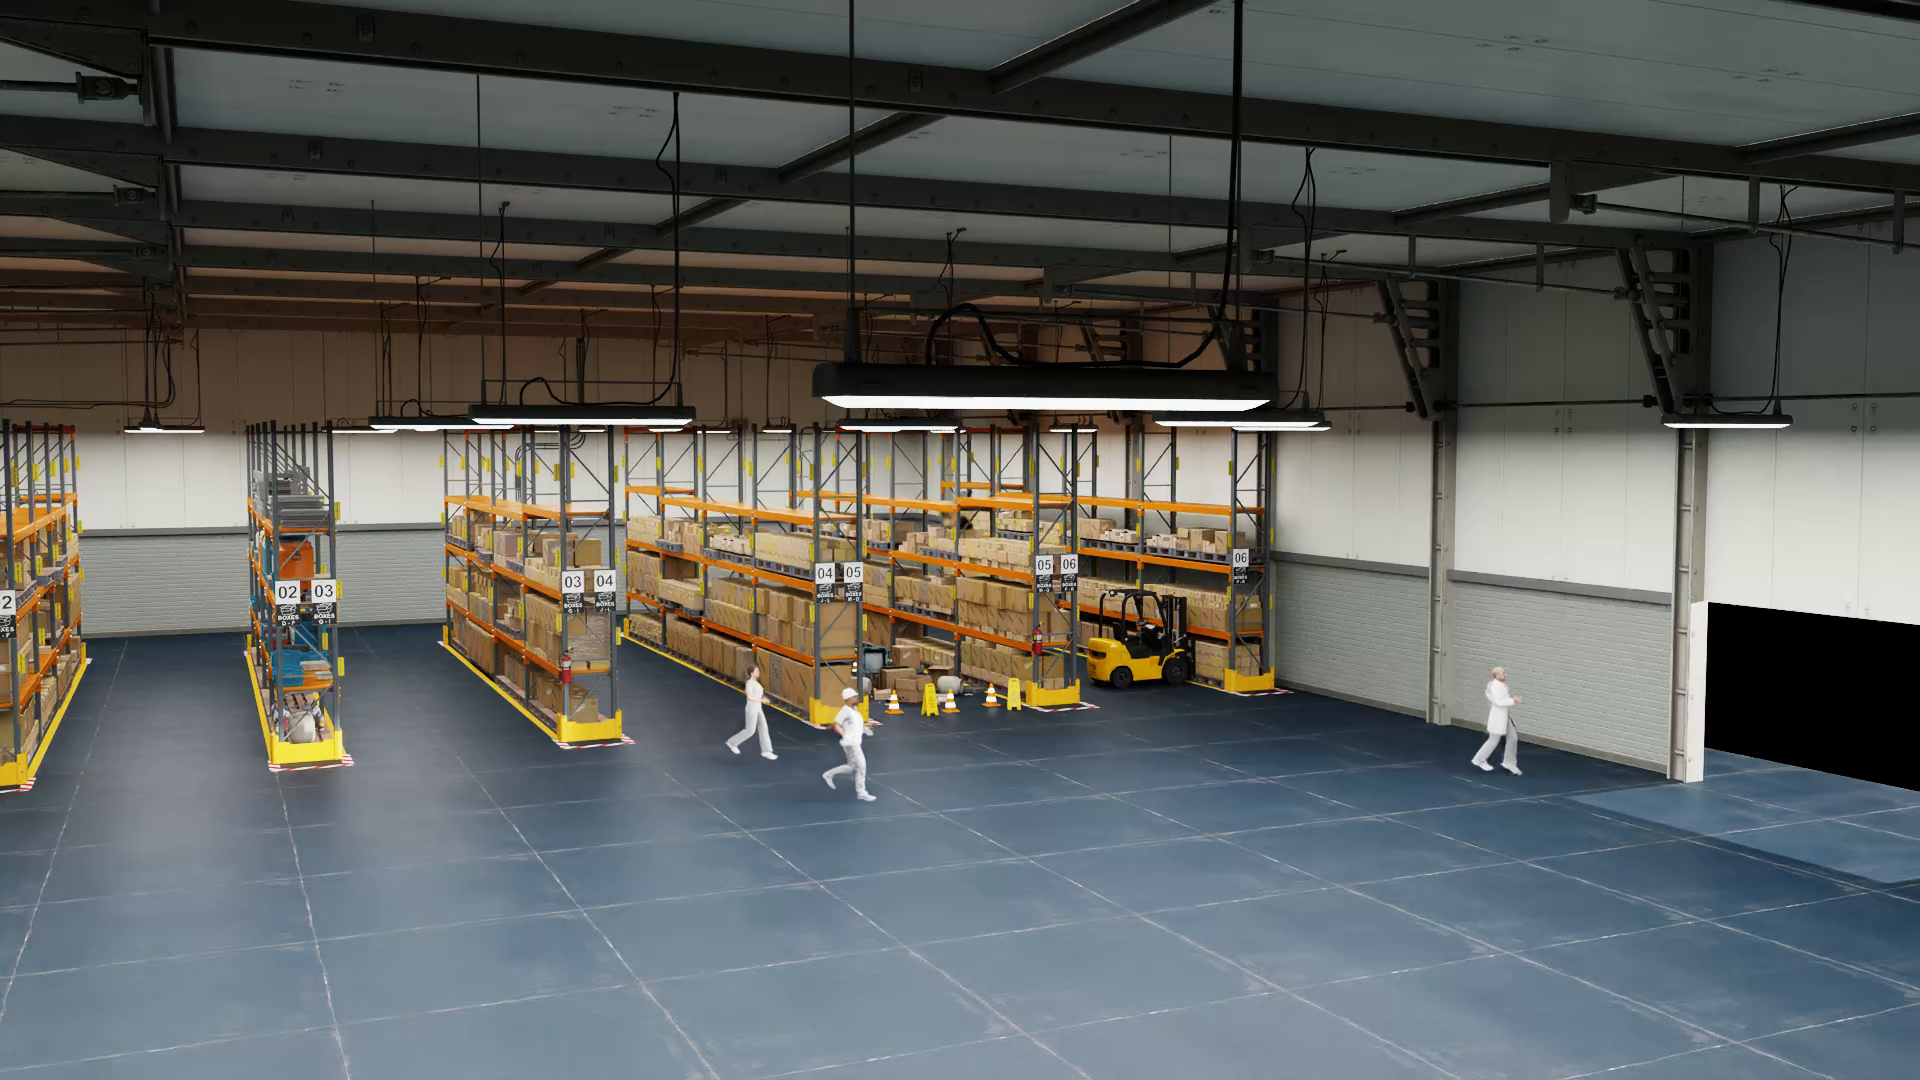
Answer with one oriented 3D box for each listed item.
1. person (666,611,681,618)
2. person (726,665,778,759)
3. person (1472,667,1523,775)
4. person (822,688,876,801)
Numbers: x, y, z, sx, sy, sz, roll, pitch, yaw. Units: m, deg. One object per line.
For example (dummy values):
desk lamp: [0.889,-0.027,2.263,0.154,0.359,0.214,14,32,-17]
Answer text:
person: [-8.520,1.770,49.403,0.562,1.748,0.655,-1,4,-21]
person: [-3.684,3.045,29.451,0.934,1.687,0.584,1,4,8]
person: [9.121,3.059,28.176,0.832,1.831,0.685,2,4,31]
person: [-1.754,3.214,26.160,0.879,1.776,0.681,0,4,5]
